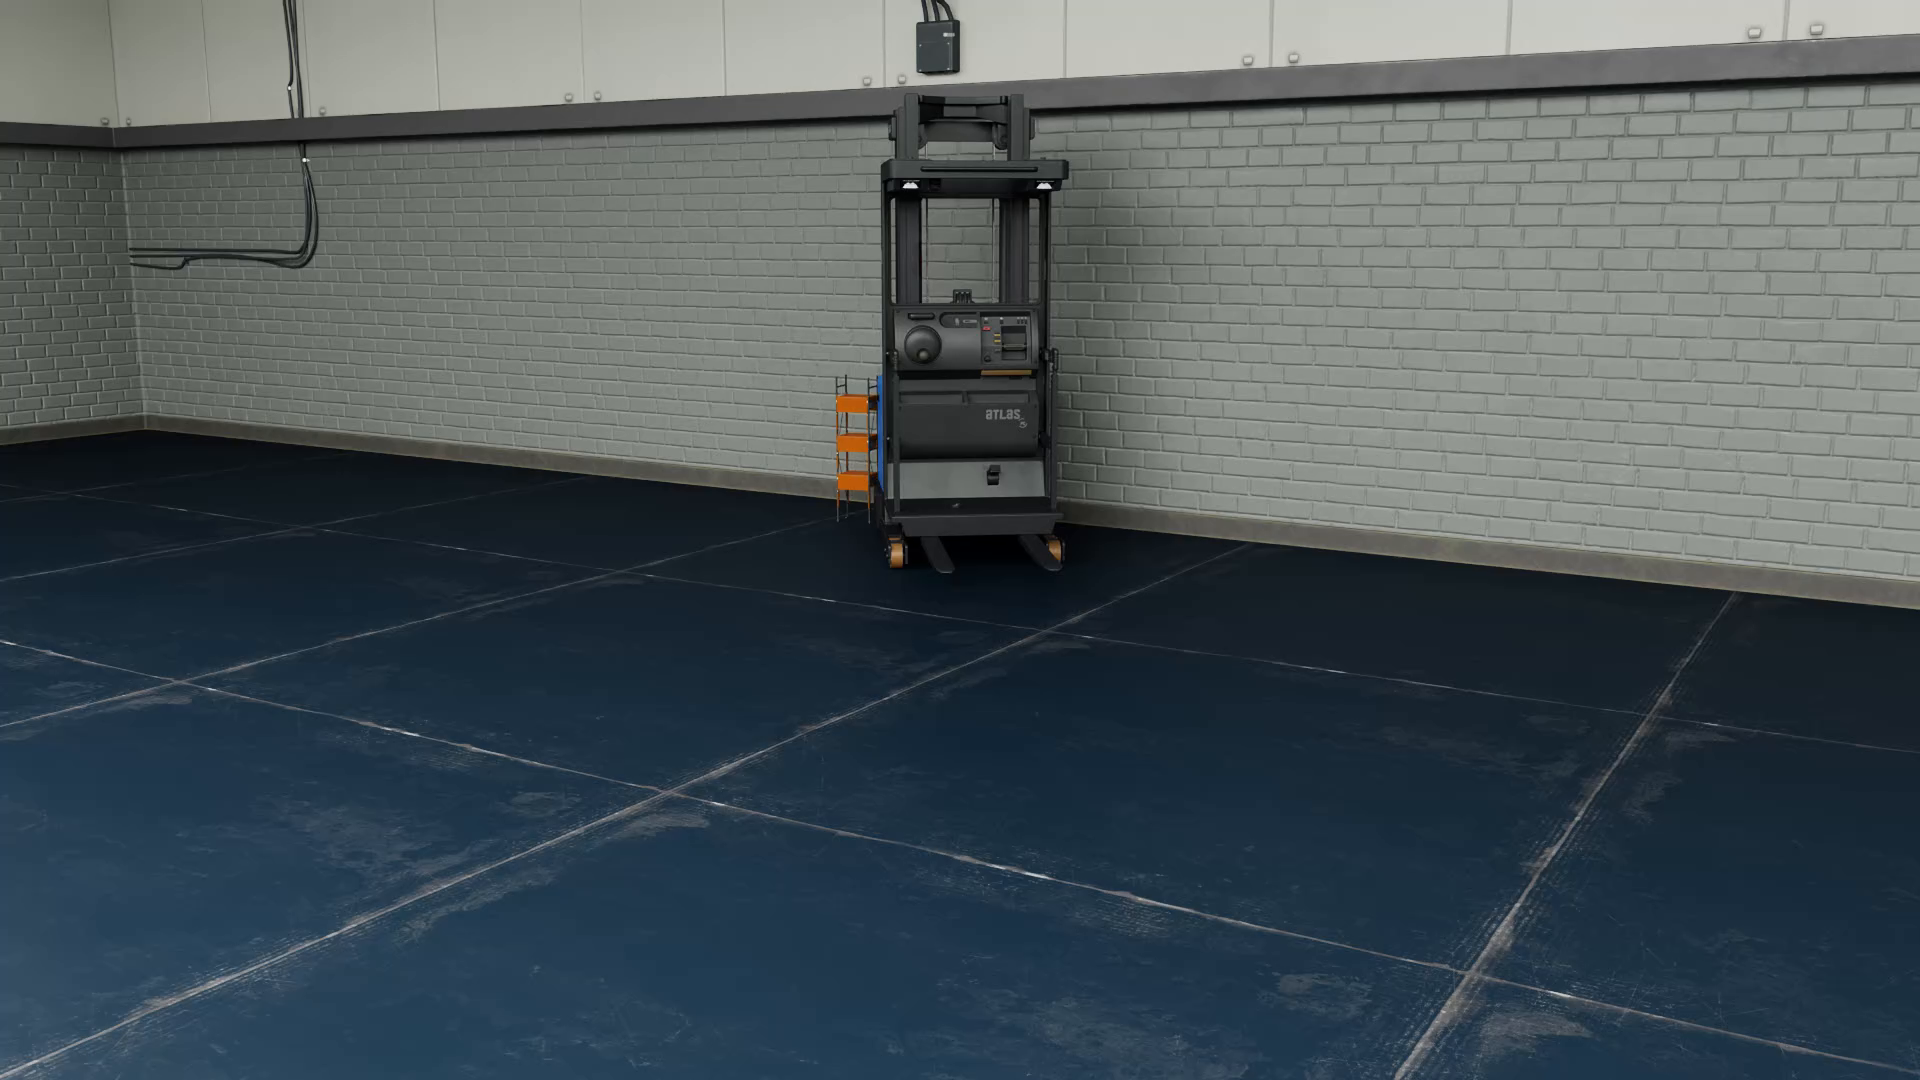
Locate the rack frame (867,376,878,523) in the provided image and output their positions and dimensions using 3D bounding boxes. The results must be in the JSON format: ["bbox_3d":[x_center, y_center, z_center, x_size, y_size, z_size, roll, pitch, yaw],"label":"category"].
[{"bbox_3d":[-0.624,-0.653,12.005,0.008,1.050,0.200,3,11,18],"label":"rack frame"}]

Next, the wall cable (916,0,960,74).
[{"bbox_3d":[0.688,-6.218,10.886,2.305,6.003,0.169,6,12,31],"label":"wall cable"}]

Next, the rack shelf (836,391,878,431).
[{"bbox_3d":[-0.740,-0.929,11.992,0.240,0.259,0.215,3,11,18],"label":"rack shelf"}]

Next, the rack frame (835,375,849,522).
[{"bbox_3d":[-0.856,-0.667,12.079,0.008,1.050,0.200,3,11,18],"label":"rack frame"}]

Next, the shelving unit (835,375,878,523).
[{"bbox_3d":[-0.740,-0.660,12.042,0.252,1.050,0.215,3,11,18],"label":"shelving unit"}]

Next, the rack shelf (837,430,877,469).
[{"bbox_3d":[-0.740,-0.650,12.044,0.240,0.259,0.215,3,11,18],"label":"rack shelf"}]

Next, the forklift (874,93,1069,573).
[{"bbox_3d":[0.067,-1.326,10.488,1.130,2.935,3.031,-1,11,-6],"label":"forklift"}]

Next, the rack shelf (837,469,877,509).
[{"bbox_3d":[-0.740,-0.377,12.095,0.240,0.259,0.215,3,11,18],"label":"rack shelf"}]

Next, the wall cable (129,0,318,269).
[{"bbox_3d":[-7.417,-3.930,16.343,3.097,2.526,0.112,6,12,31],"label":"wall cable"}]
